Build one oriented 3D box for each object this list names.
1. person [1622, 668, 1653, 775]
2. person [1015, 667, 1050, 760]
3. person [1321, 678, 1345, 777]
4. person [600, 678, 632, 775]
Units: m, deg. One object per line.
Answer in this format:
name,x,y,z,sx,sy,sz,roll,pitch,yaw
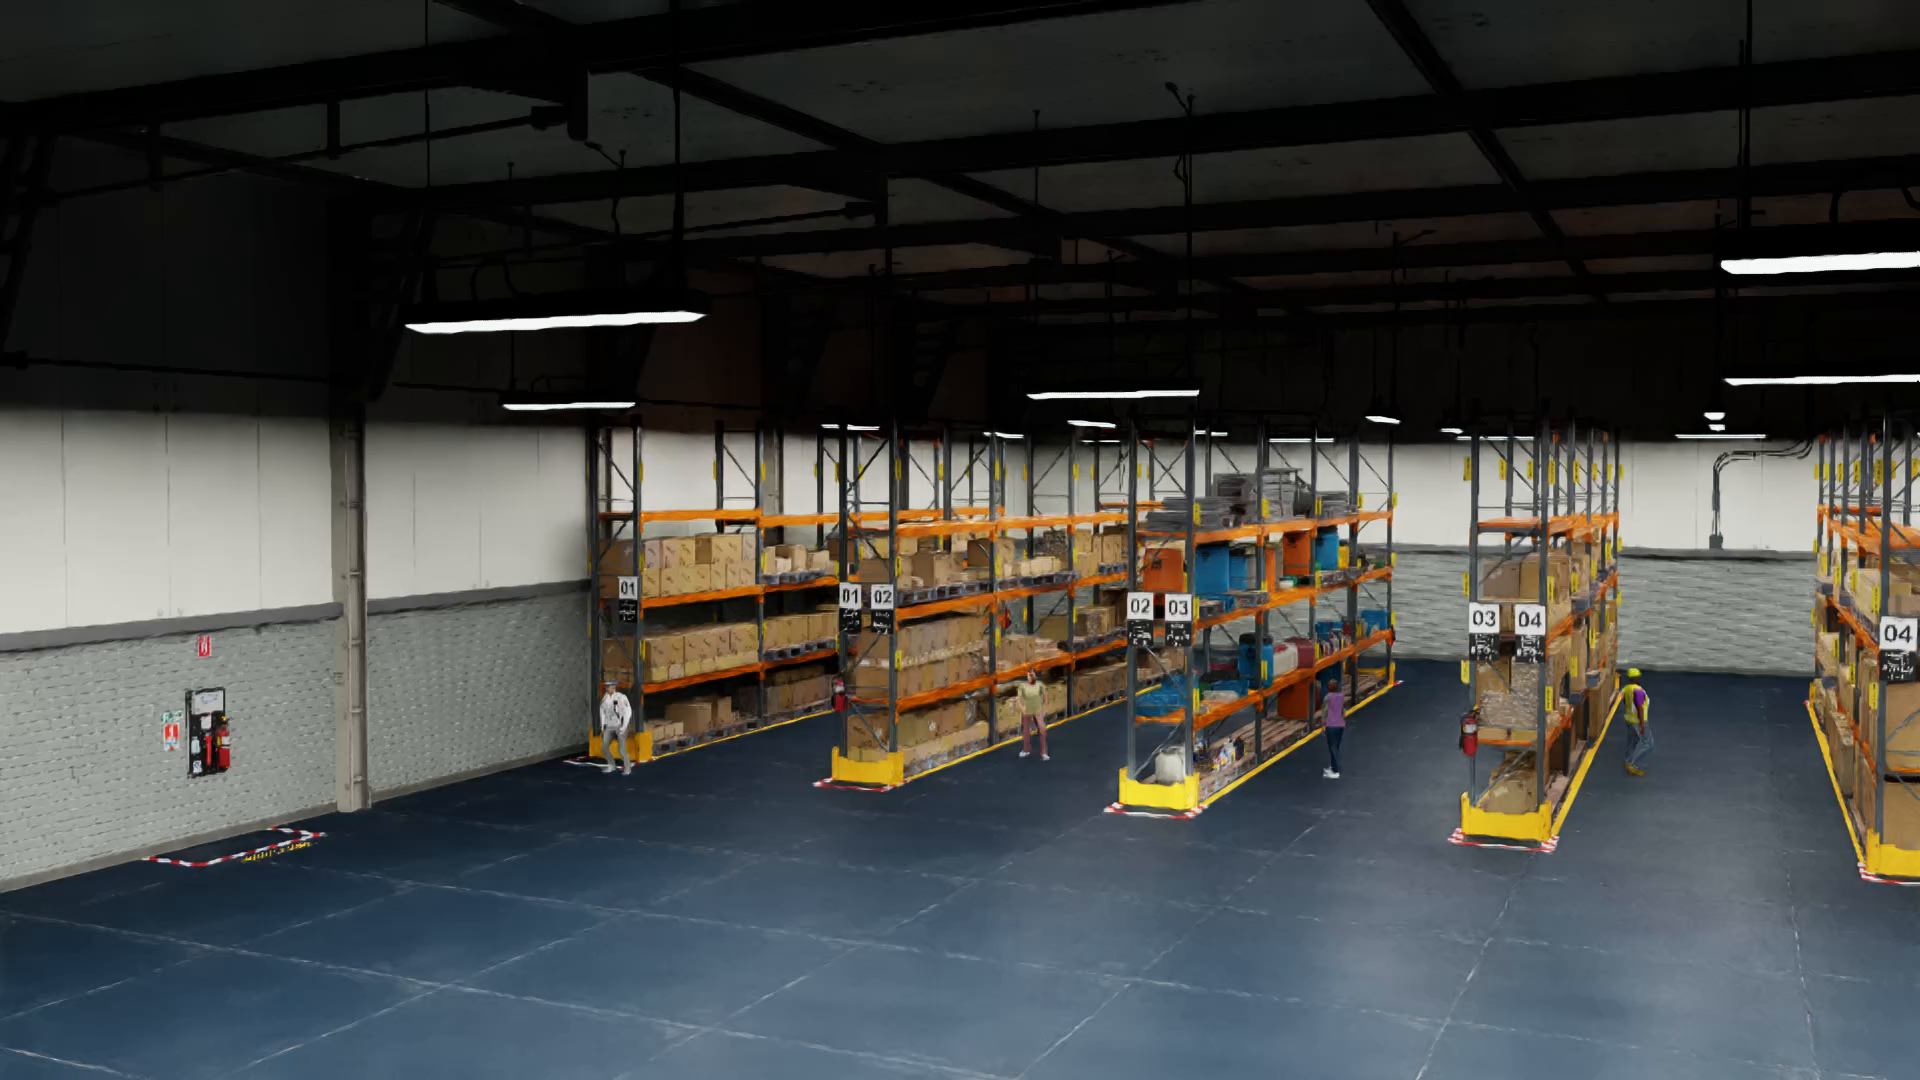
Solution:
person,11.124,2.990,27.395,0.456,1.763,0.610,0,2,-3
person,1.278,3.000,28.910,0.625,1.607,0.802,0,2,6
person,6.119,3.067,27.297,0.522,1.592,0.527,-2,3,-33
person,-5.680,3.065,27.423,0.639,1.632,0.512,1,3,24
